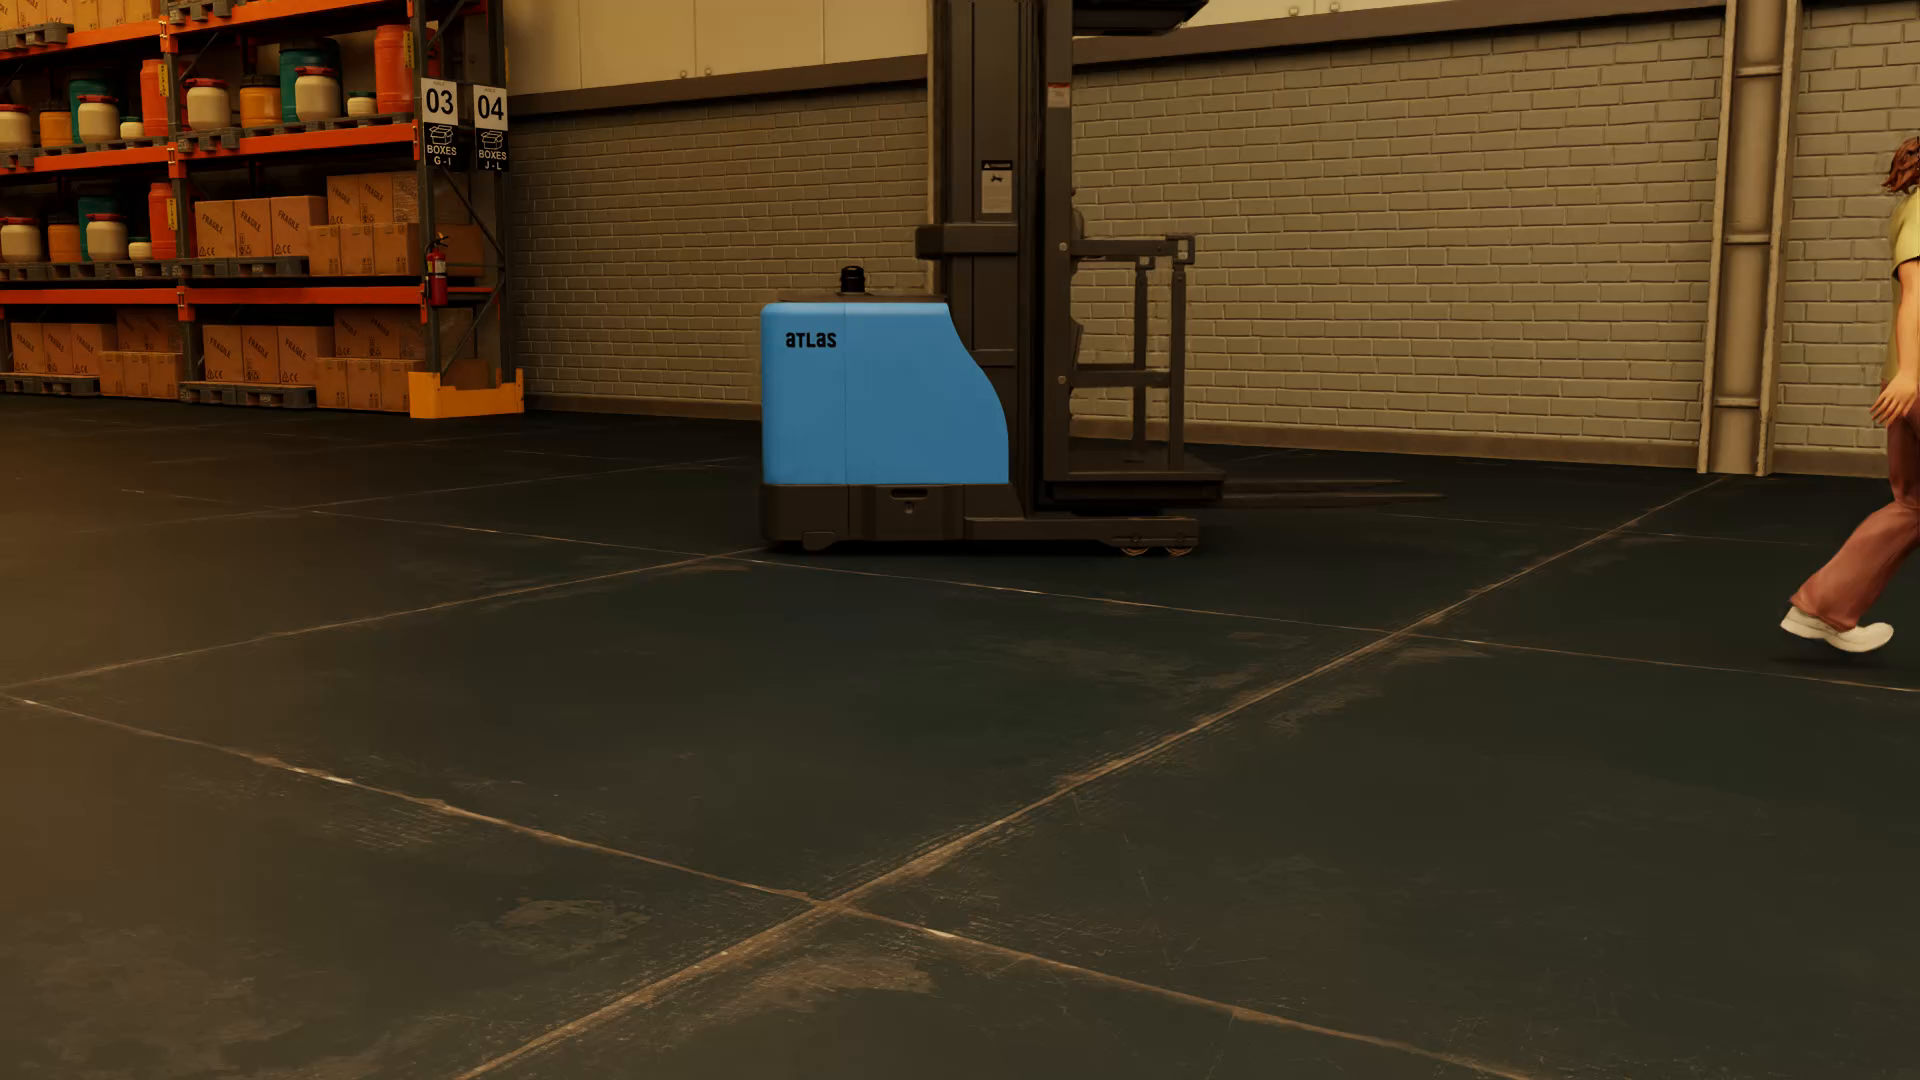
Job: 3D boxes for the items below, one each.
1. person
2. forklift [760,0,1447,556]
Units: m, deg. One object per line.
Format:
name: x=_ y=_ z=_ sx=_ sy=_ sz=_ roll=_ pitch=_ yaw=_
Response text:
person: x=2.773 y=-0.420 z=4.718 sx=0.700 sy=1.659 sz=0.837 roll=3 pitch=9 yaw=20
forklift: x=0.633 y=-1.459 z=7.452 sx=3.031 sy=2.935 sz=1.130 roll=0 pitch=8 yaw=-3
